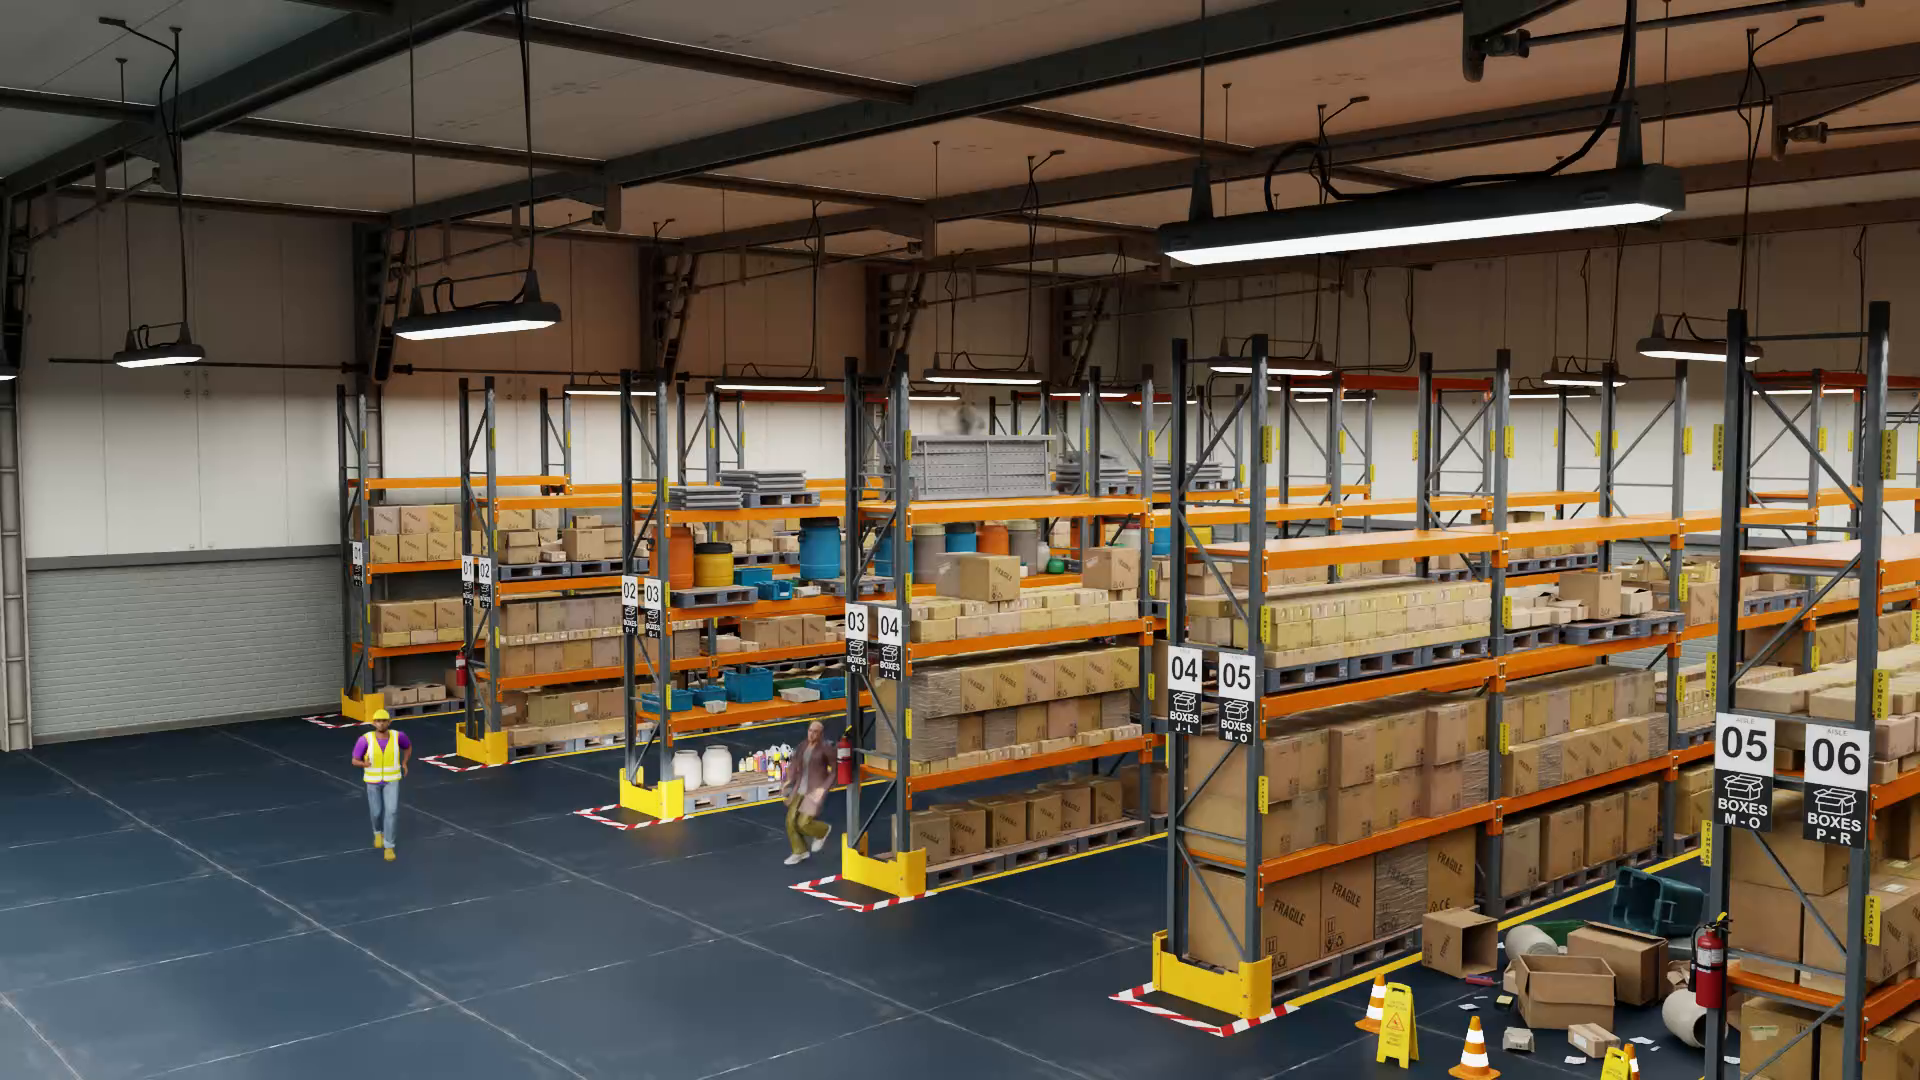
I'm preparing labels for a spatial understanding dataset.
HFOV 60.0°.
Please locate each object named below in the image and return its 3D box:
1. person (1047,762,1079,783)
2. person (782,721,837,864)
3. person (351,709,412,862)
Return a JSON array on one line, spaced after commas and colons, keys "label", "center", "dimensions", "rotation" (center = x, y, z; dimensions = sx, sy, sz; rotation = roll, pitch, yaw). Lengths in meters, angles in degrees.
[{"label": "person", "center": [1.451, 2.775, 23.933], "dimensions": [0.577, 1.669, 0.682], "rotation": [3, 5, 36]}, {"label": "person", "center": [-1.768, 3.020, 19.872], "dimensions": [0.761, 1.735, 0.549], "rotation": [3, 5, 38]}, {"label": "person", "center": [-6.991, 2.926, 20.134], "dimensions": [0.700, 1.765, 0.917], "rotation": [-1, 4, -20]}]
